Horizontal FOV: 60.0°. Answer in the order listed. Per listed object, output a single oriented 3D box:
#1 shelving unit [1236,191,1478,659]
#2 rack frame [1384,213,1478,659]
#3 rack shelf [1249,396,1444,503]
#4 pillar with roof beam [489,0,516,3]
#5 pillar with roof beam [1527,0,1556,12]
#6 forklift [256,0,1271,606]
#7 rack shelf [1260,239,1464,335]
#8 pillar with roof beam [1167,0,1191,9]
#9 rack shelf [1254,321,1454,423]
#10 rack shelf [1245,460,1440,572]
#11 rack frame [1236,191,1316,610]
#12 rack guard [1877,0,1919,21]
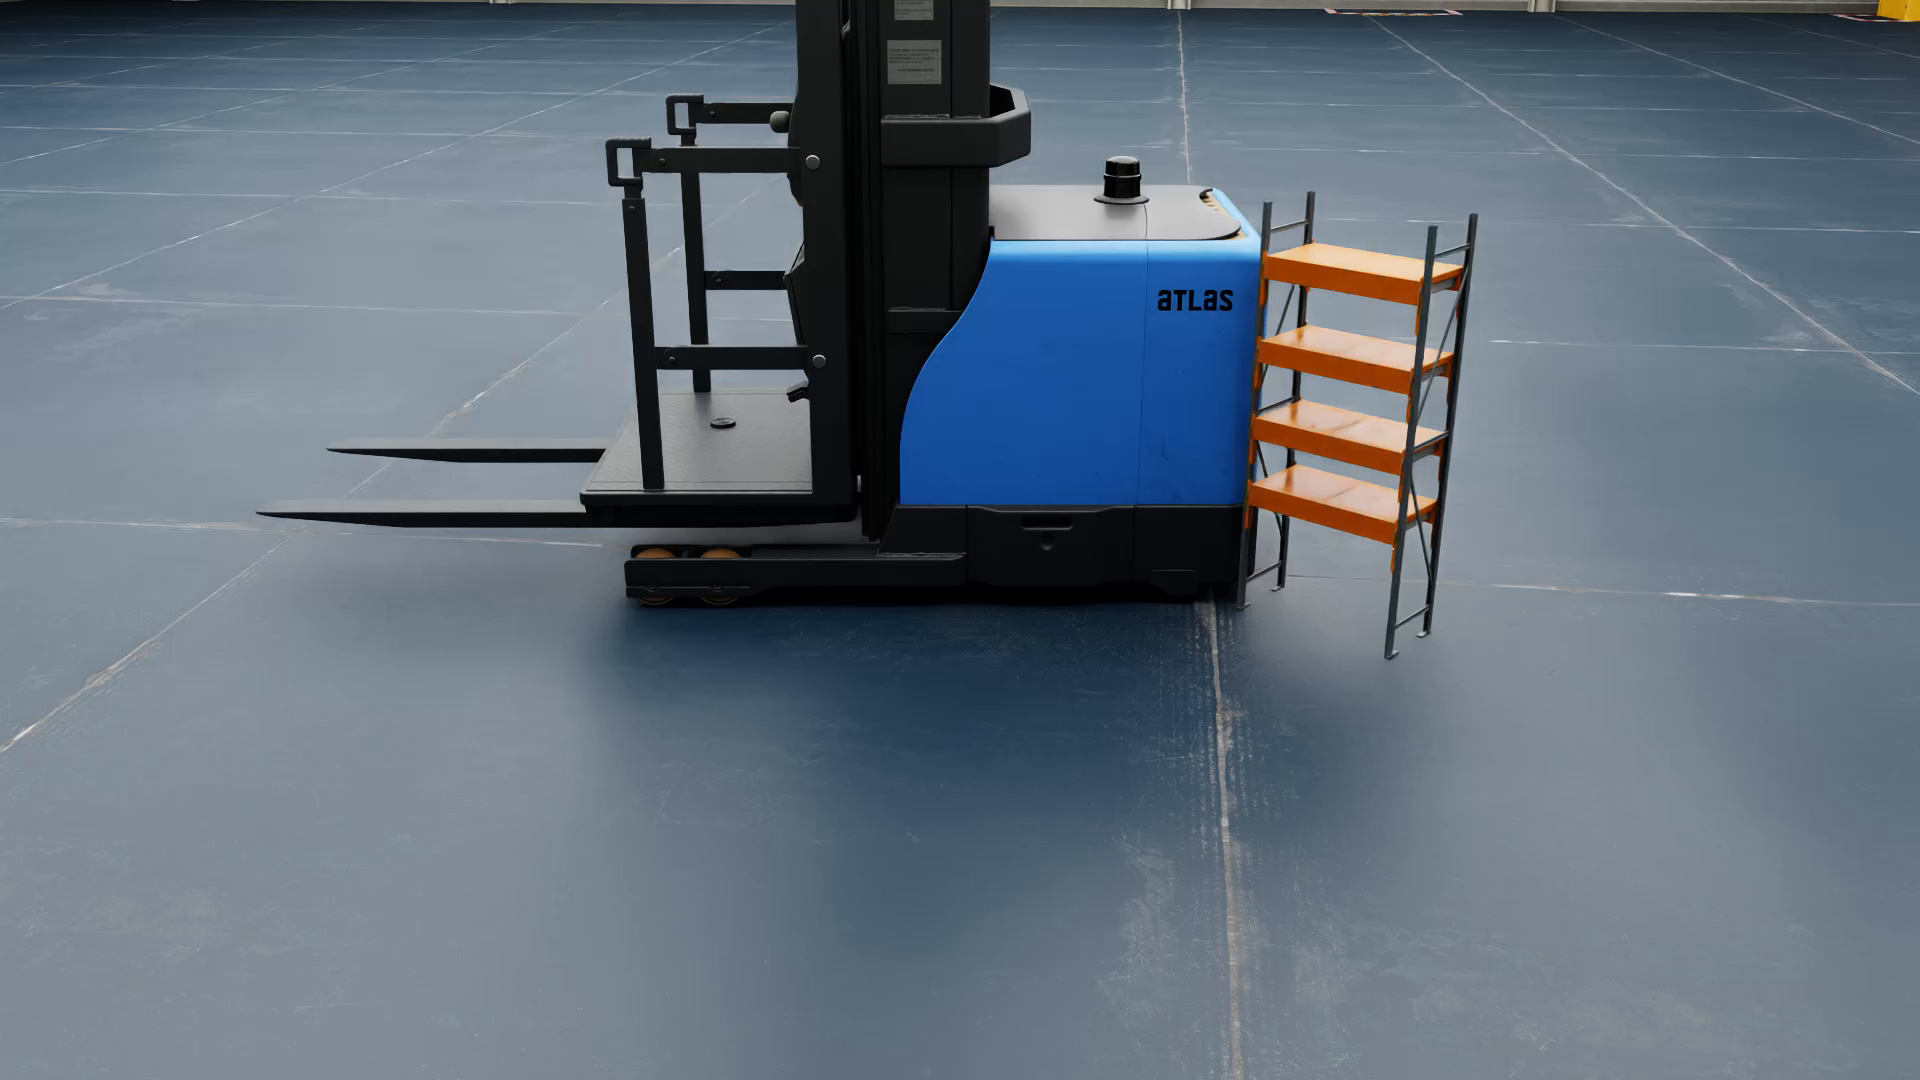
[{"bbox_3d":[1.084,-0.323,4.625,0.503,1.200,0.258,19,28,39],"label":"shelving unit"},{"bbox_3d":[1.262,-0.262,4.470,0.015,1.200,0.240,19,28,39],"label":"rack frame"},{"bbox_3d":[1.084,-0.260,4.649,0.480,0.148,0.258,19,28,39],"label":"rack shelf"},{"bbox_3d":[-8.678,-12.225,24.123,0.400,9.000,9.100,2,22,6],"label":"pillar with roof beam"},{"bbox_3d":[9.197,-11.446,22.153,0.400,9.000,9.100,2,22,6],"label":"pillar with roof beam"},{"bbox_3d":[-0.627,-1.363,4.901,3.031,2.935,1.130,0,22,0],"label":"forklift"},{"bbox_3d":[1.084,-0.688,4.480,0.480,0.148,0.258,19,28,39],"label":"rack shelf"},{"bbox_3d":[3.239,-11.706,22.810,0.400,9.000,9.100,2,22,6],"label":"pillar with roof beam"},{"bbox_3d":[1.084,-0.468,4.567,0.480,0.148,0.258,19,28,39],"label":"rack shelf"},{"bbox_3d":[1.084,-0.076,4.722,0.480,0.148,0.258,19,28,39],"label":"rack shelf"},{"bbox_3d":[0.905,-0.384,4.779,0.015,1.200,0.240,19,28,39],"label":"rack frame"},{"bbox_3d":[14.941,-8.517,26.304,0.348,0.500,1.175,2,22,6],"label":"rack guard"}]
